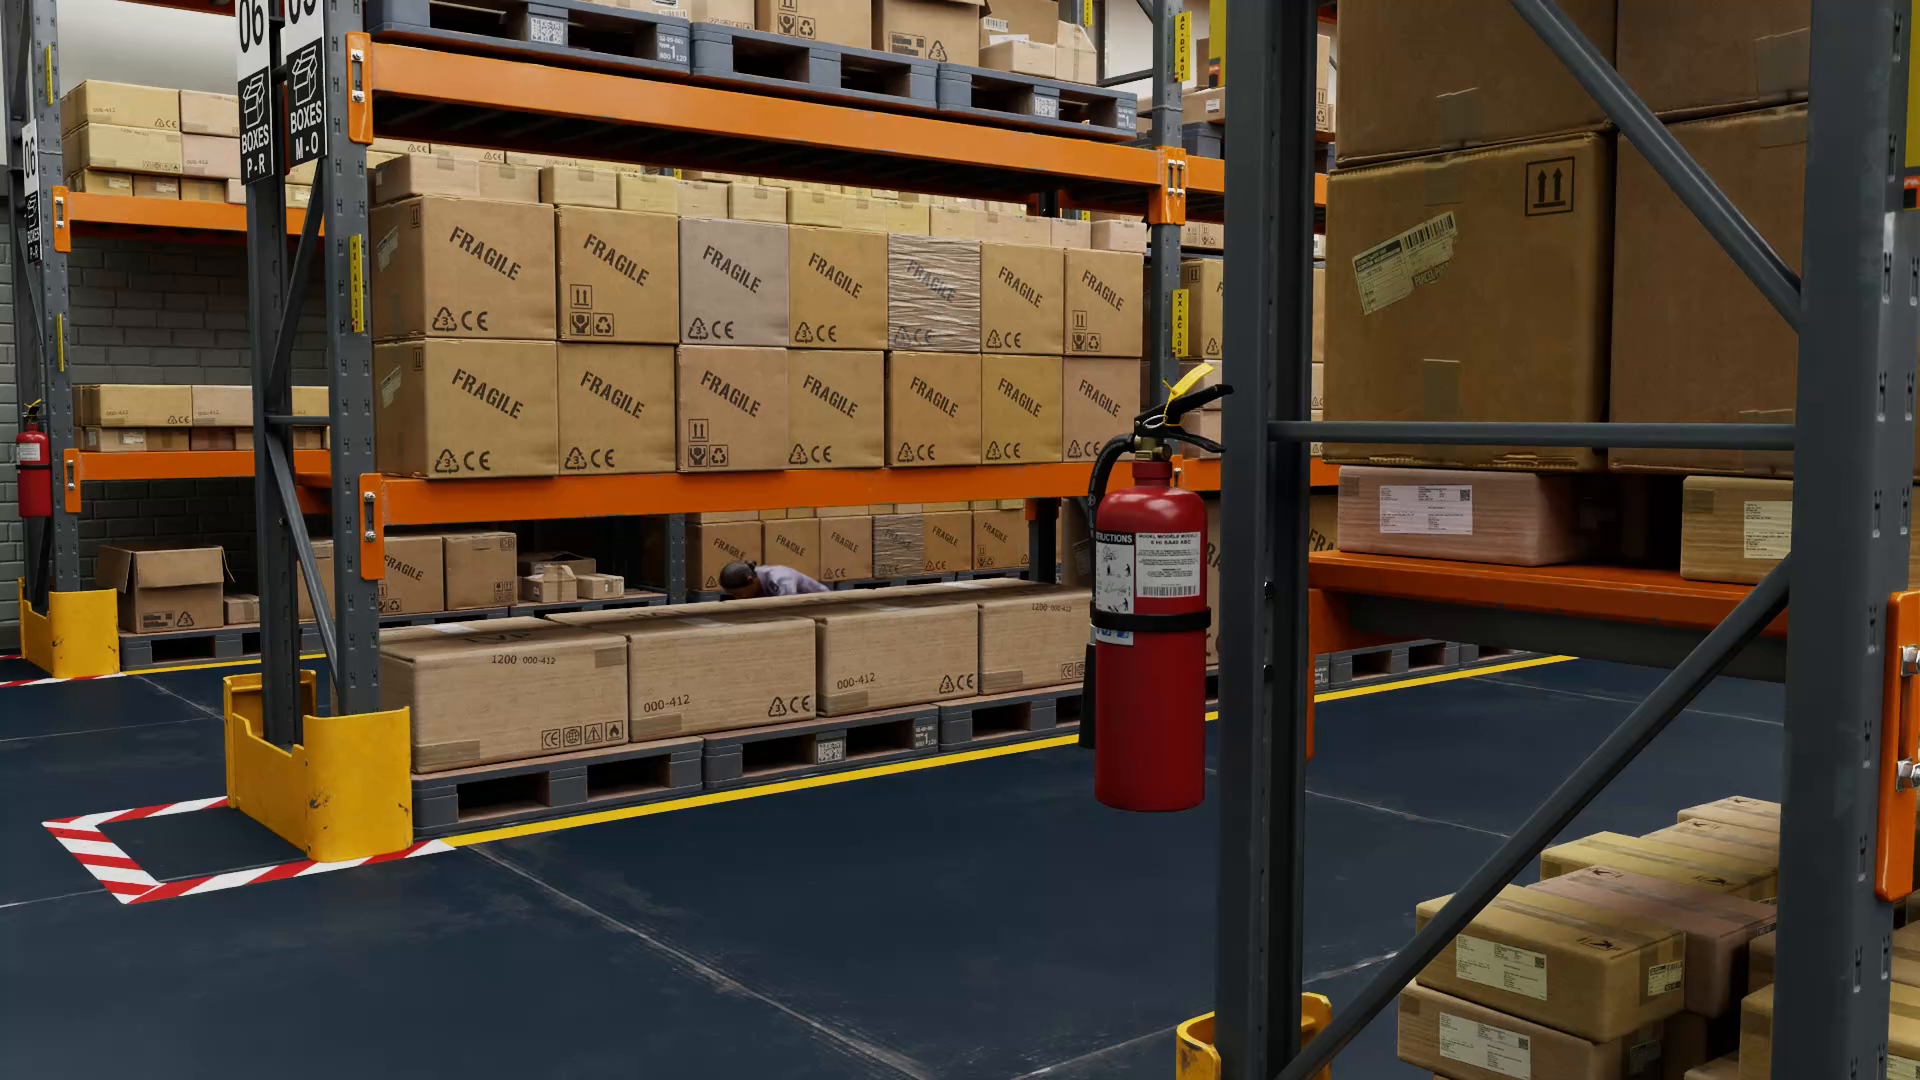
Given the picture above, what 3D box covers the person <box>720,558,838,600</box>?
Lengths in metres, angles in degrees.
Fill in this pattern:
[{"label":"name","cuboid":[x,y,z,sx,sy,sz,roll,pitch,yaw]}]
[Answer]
[{"label":"person","cuboid":[-0.995,0.491,9.319,0.844,0.818,0.504,-4,6,-39]}]
